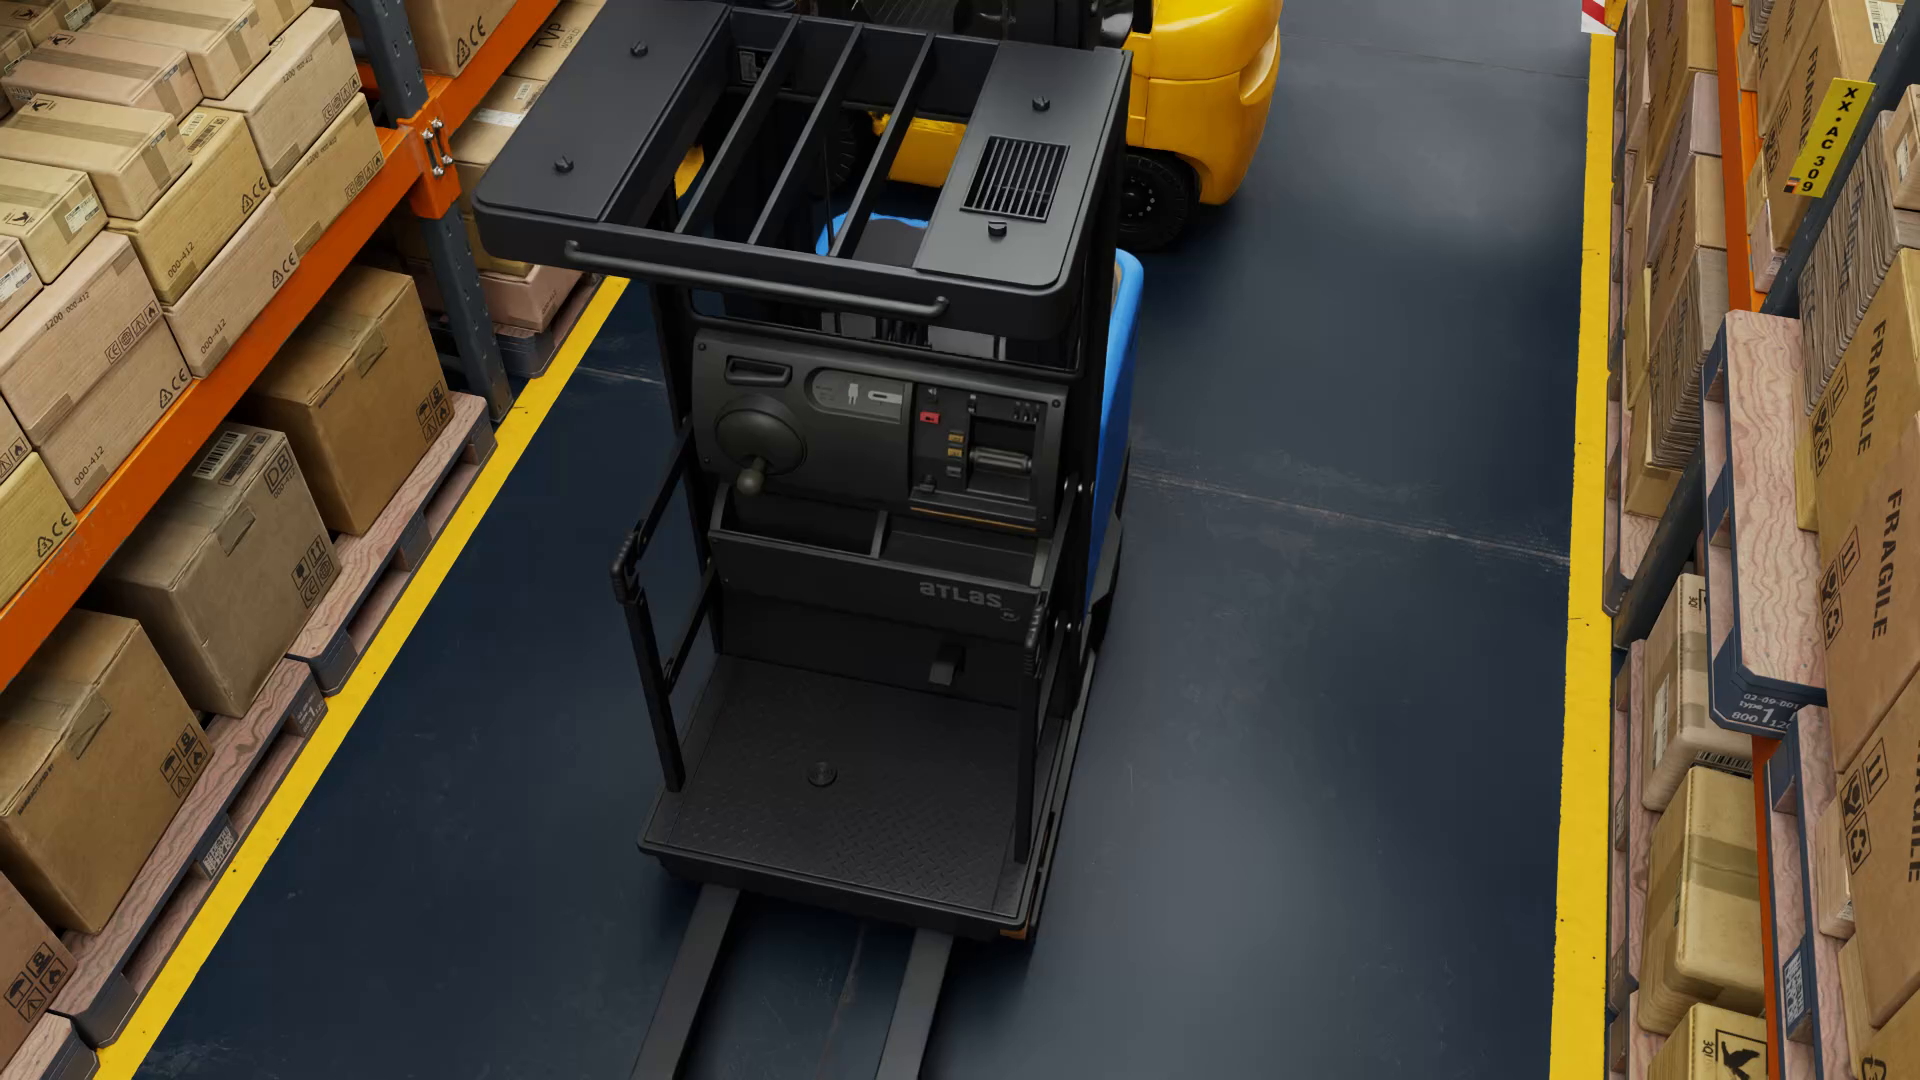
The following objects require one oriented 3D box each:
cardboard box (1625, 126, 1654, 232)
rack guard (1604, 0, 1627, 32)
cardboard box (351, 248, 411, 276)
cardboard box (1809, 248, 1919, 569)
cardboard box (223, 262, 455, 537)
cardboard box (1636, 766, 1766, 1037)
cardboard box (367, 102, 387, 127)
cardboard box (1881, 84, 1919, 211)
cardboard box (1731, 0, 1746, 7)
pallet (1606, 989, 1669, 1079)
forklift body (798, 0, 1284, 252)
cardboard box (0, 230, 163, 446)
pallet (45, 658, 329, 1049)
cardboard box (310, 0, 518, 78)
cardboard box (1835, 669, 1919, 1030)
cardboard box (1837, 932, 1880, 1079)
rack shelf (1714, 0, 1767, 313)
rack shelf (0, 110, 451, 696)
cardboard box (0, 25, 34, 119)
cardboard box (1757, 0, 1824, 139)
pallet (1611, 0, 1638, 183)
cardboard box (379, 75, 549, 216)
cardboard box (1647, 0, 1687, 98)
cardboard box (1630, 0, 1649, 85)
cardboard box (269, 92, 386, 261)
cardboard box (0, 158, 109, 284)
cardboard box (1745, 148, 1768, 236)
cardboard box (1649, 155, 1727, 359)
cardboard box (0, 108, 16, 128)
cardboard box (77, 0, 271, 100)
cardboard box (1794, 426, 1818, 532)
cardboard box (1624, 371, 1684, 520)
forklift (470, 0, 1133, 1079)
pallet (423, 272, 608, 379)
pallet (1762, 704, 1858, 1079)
[{"bbox_3d":[2.932,-1.411,6.548,0.500,0.250,0.500,15,50,13],"label":"cardboard box"},{"bbox_3d":[3.664,-2.593,7.705,1.175,0.500,0.348,12,50,10],"label":"rack guard"},{"bbox_3d":[-2.226,-1.179,6.344,0.500,0.250,0.500,12,50,10],"label":"cardboard box"},{"bbox_3d":[2.100,-0.208,3.387,0.500,0.500,0.500,12,50,10],"label":"cardboard box"},{"bbox_3d":[-2.285,-0.532,5.523,0.875,0.625,0.625,14,50,12],"label":"cardboard box"},{"bbox_3d":[2.309,1.049,4.296,0.950,0.372,0.625,14,50,12],"label":"cardboard box"},{"bbox_3d":[-2.216,-1.513,5.972,0.500,0.250,0.500,12,50,11],"label":"cardboard box"},{"bbox_3d":[2.166,-0.797,3.475,0.380,0.149,0.250,11,50,10],"label":"cardboard box"},{"bbox_3d":[2.815,-1.899,5.593,0.380,0.149,0.250,12,50,10],"label":"cardboard box"},{"bbox_3d":[2.108,1.789,4.030,1.003,0.211,1.213,12,50,10],"label":"pallet"},{"bbox_3d":[0.155,-2.440,6.469,2.313,2.155,1.214,12,50,10],"label":"forklift body"},{"bbox_3d":[-2.310,-0.527,3.981,0.500,0.250,0.500,12,50,11],"label":"cardboard box"},{"bbox_3d":[-2.634,0.790,4.912,1.003,0.211,1.213,12,50,10],"label":"pallet"},{"bbox_3d":[-1.790,-1.861,5.325,0.500,0.500,0.500,10,49,9],"label":"cardboard box"},{"bbox_3d":[1.832,0.521,2.744,0.500,0.500,0.500,10,49,8],"label":"cardboard box"},{"bbox_3d":[1.769,0.836,2.899,0.380,0.149,0.250,10,49,9],"label":"cardboard box"},{"bbox_3d":[3.157,-1.791,5.810,1.077,0.370,4.000,12,50,10],"label":"rack shelf"},{"bbox_3d":[-2.685,0.126,4.118,1.077,0.370,4.000,12,50,10],"label":"rack shelf"},{"bbox_3d":[-2.646,-1.230,4.336,0.380,0.149,0.250,11,50,10],"label":"cardboard box"},{"bbox_3d":[2.637,-1.458,4.771,0.500,0.500,0.500,13,50,11],"label":"cardboard box"},{"bbox_3d":[3.416,-1.917,7.301,1.003,0.211,1.213,12,50,10],"label":"pallet"},{"bbox_3d":[-1.729,-1.407,5.878,0.500,0.250,0.500,11,49,9],"label":"cardboard box"},{"bbox_3d":[3.066,-2.027,6.592,0.500,0.500,0.500,10,49,9],"label":"cardboard box"},{"bbox_3d":[12.828,-0.308,4.582,20.716,1.739,1.673,11,50,10],"label":"cardboard box"},{"bbox_3d":[-2.039,-1.093,4.814,0.500,0.250,0.500,13,50,11],"label":"cardboard box"},{"bbox_3d":[-2.271,-0.765,3.925,0.380,0.149,0.250,10,49,9],"label":"cardboard box"},{"bbox_3d":[2.481,-0.973,4.776,0.380,0.149,0.250,13,50,11],"label":"cardboard box"},{"bbox_3d":[2.660,-0.908,5.605,0.500,0.500,0.500,12,50,11],"label":"cardboard box"},{"bbox_3d":[-2.682,-0.997,4.396,0.500,0.250,0.500,11,50,10],"label":"cardboard box"},{"bbox_3d":[-2.085,-1.325,4.420,0.380,0.149,0.250,11,49,9],"label":"cardboard box"},{"bbox_3d":[2.107,-0.122,3.744,0.380,0.149,0.250,12,50,11],"label":"cardboard box"},{"bbox_3d":[2.527,-0.292,5.561,0.500,0.250,0.500,14,50,12],"label":"cardboard box"},{"bbox_3d":[-0.258,-0.156,3.933,1.121,2.935,3.031,10,49,9],"label":"forklift"},{"bbox_3d":[-1.909,-1.203,6.671,1.003,0.211,1.213,12,50,10],"label":"pallet"},{"bbox_3d":[2.060,0.935,3.052,1.003,0.211,1.213,12,50,10],"label":"pallet"}]
